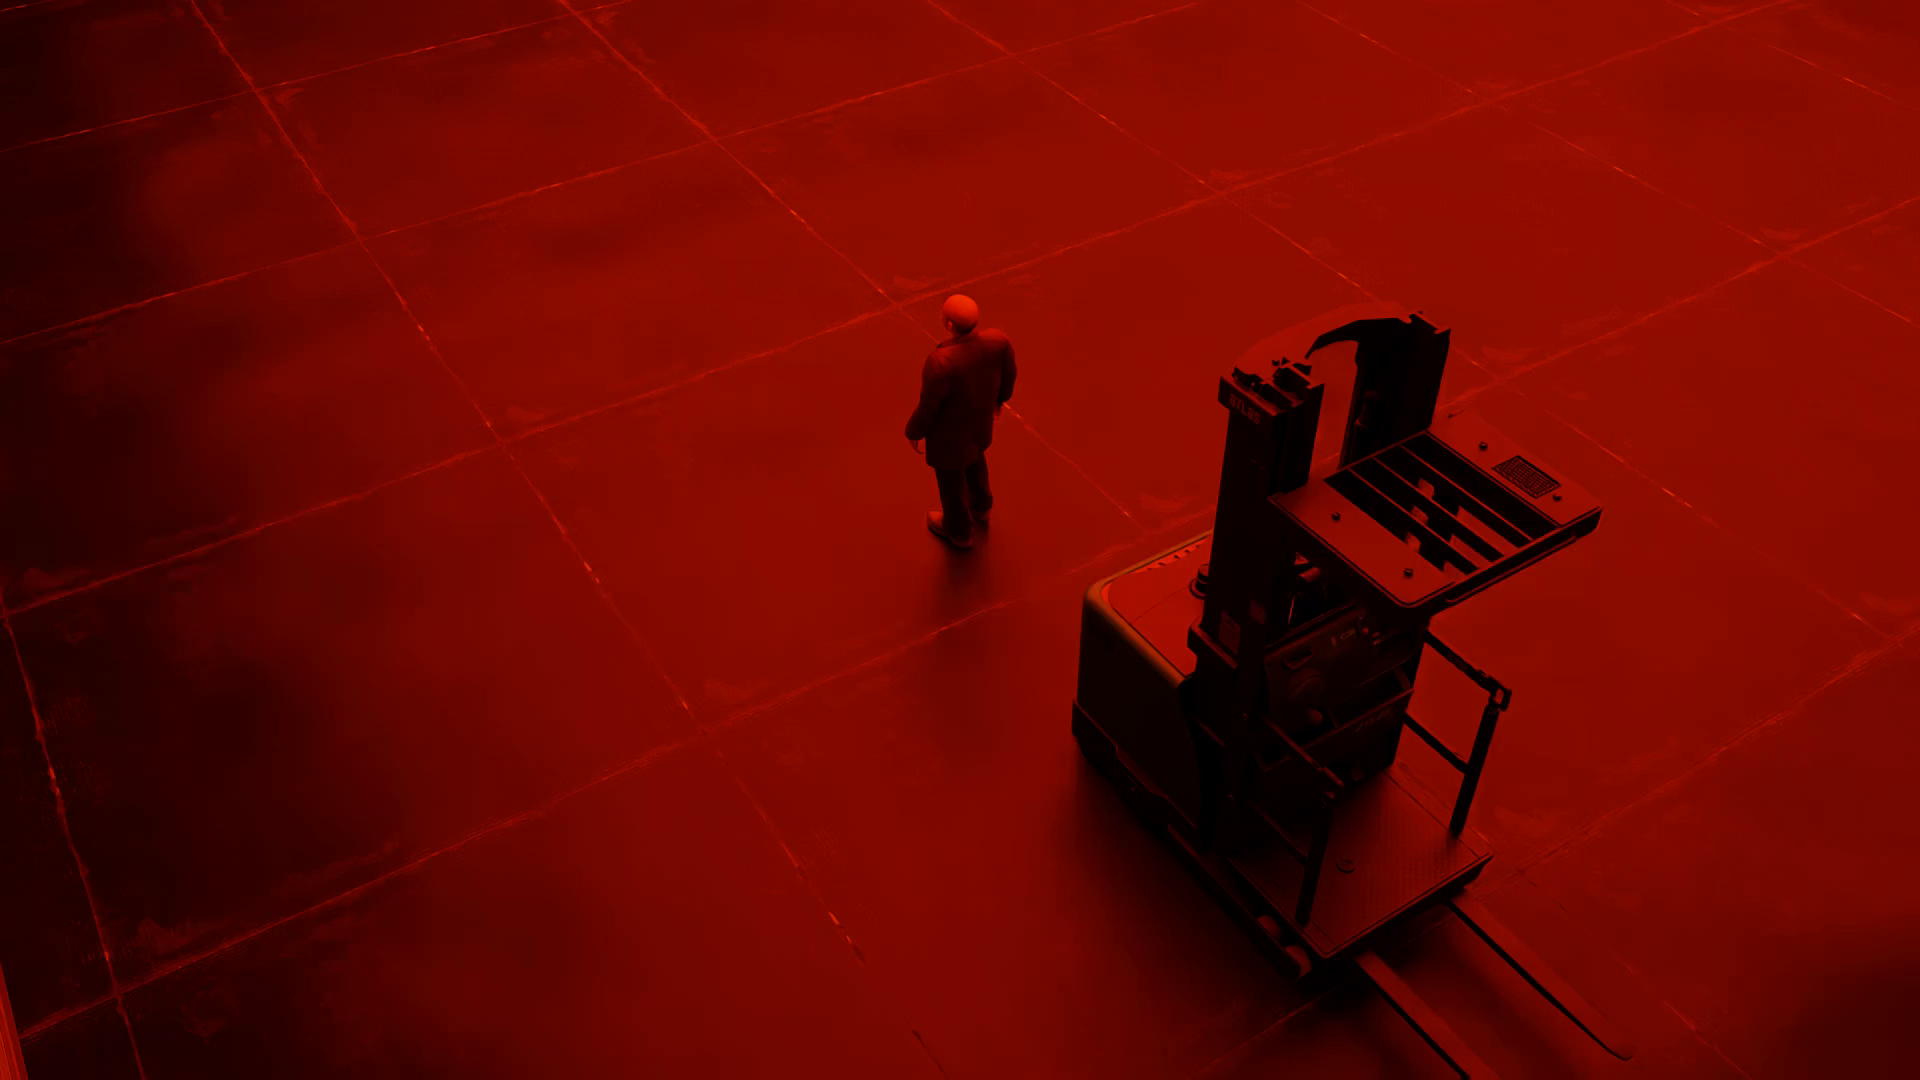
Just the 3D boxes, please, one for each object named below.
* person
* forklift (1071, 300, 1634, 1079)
[{"bbox_3d":[-0.047,-0.728,9.569,0.698,1.778,0.580,-23,46,-24],"label":"person"},{"bbox_3d":[1.819,0.580,7.207,1.130,2.935,3.031,-23,46,-24],"label":"forklift"}]
